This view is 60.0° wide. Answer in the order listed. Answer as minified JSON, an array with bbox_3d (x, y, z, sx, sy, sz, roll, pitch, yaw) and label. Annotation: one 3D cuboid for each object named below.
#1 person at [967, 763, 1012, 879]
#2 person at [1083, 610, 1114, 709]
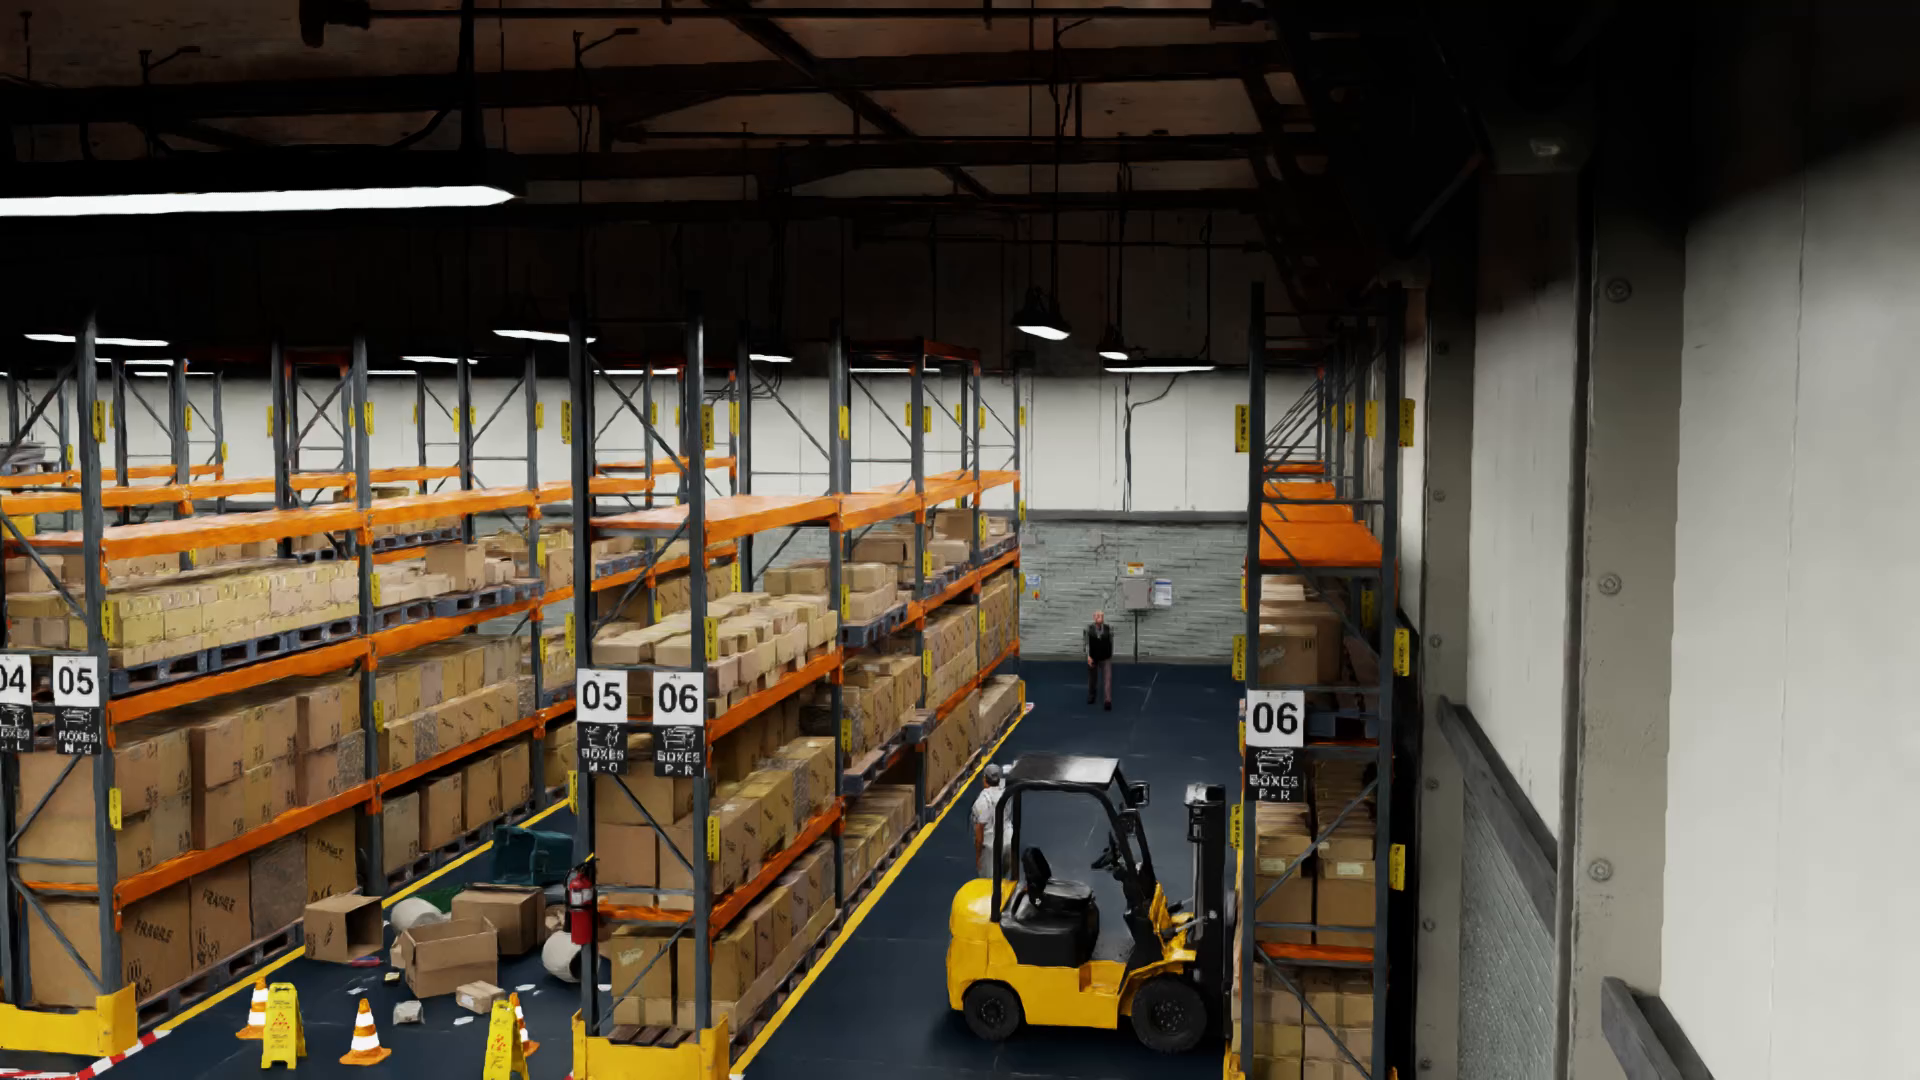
[{"bbox_3d":[0.288,3.017,16.308,0.478,1.667,0.523,4,6,40],"label":"person"},{"bbox_3d":[2.373,2.029,28.567,0.537,1.665,1.028,0,5,2],"label":"person"}]
